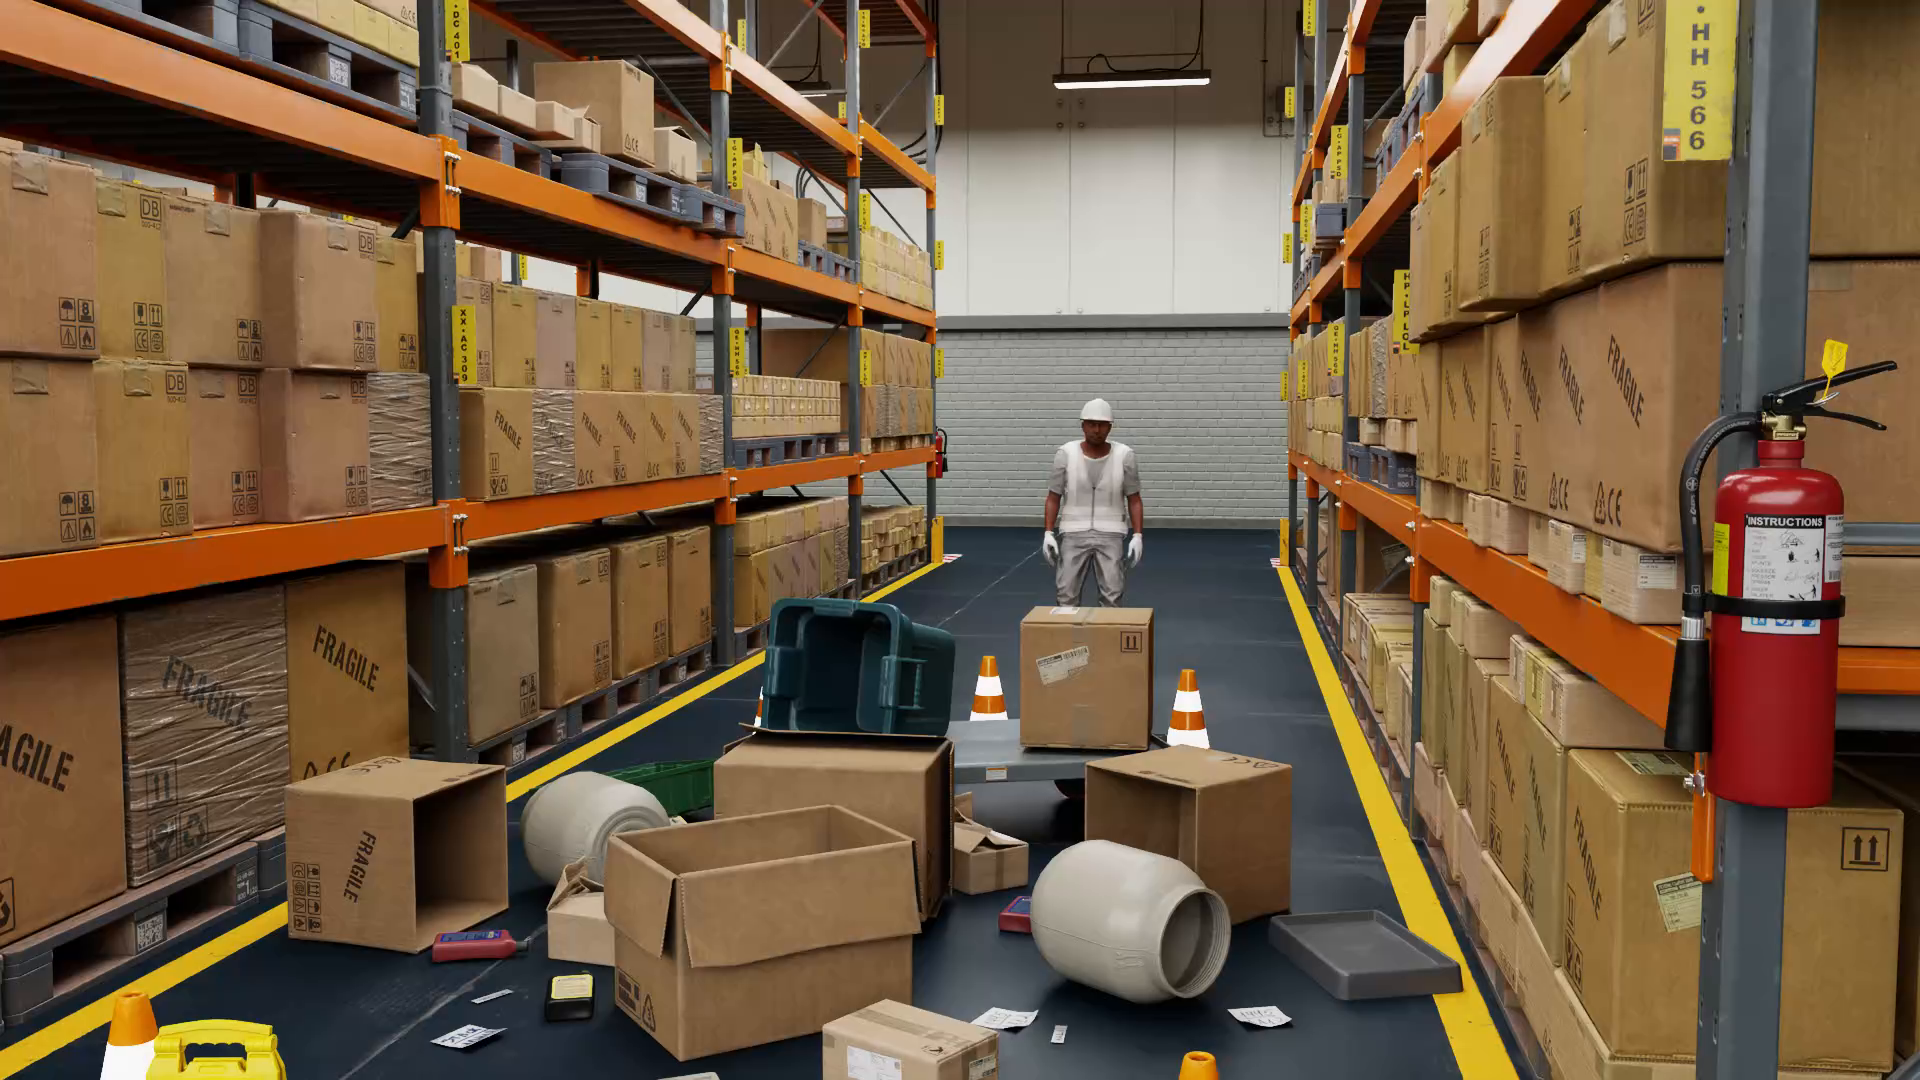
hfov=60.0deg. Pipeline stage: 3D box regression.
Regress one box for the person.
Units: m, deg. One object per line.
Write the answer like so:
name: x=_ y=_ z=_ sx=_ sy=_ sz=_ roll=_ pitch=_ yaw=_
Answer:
person: x=0.835 y=0.007 z=10.415 sx=0.631 sy=1.775 sz=0.443 roll=0 pitch=4 yaw=6
